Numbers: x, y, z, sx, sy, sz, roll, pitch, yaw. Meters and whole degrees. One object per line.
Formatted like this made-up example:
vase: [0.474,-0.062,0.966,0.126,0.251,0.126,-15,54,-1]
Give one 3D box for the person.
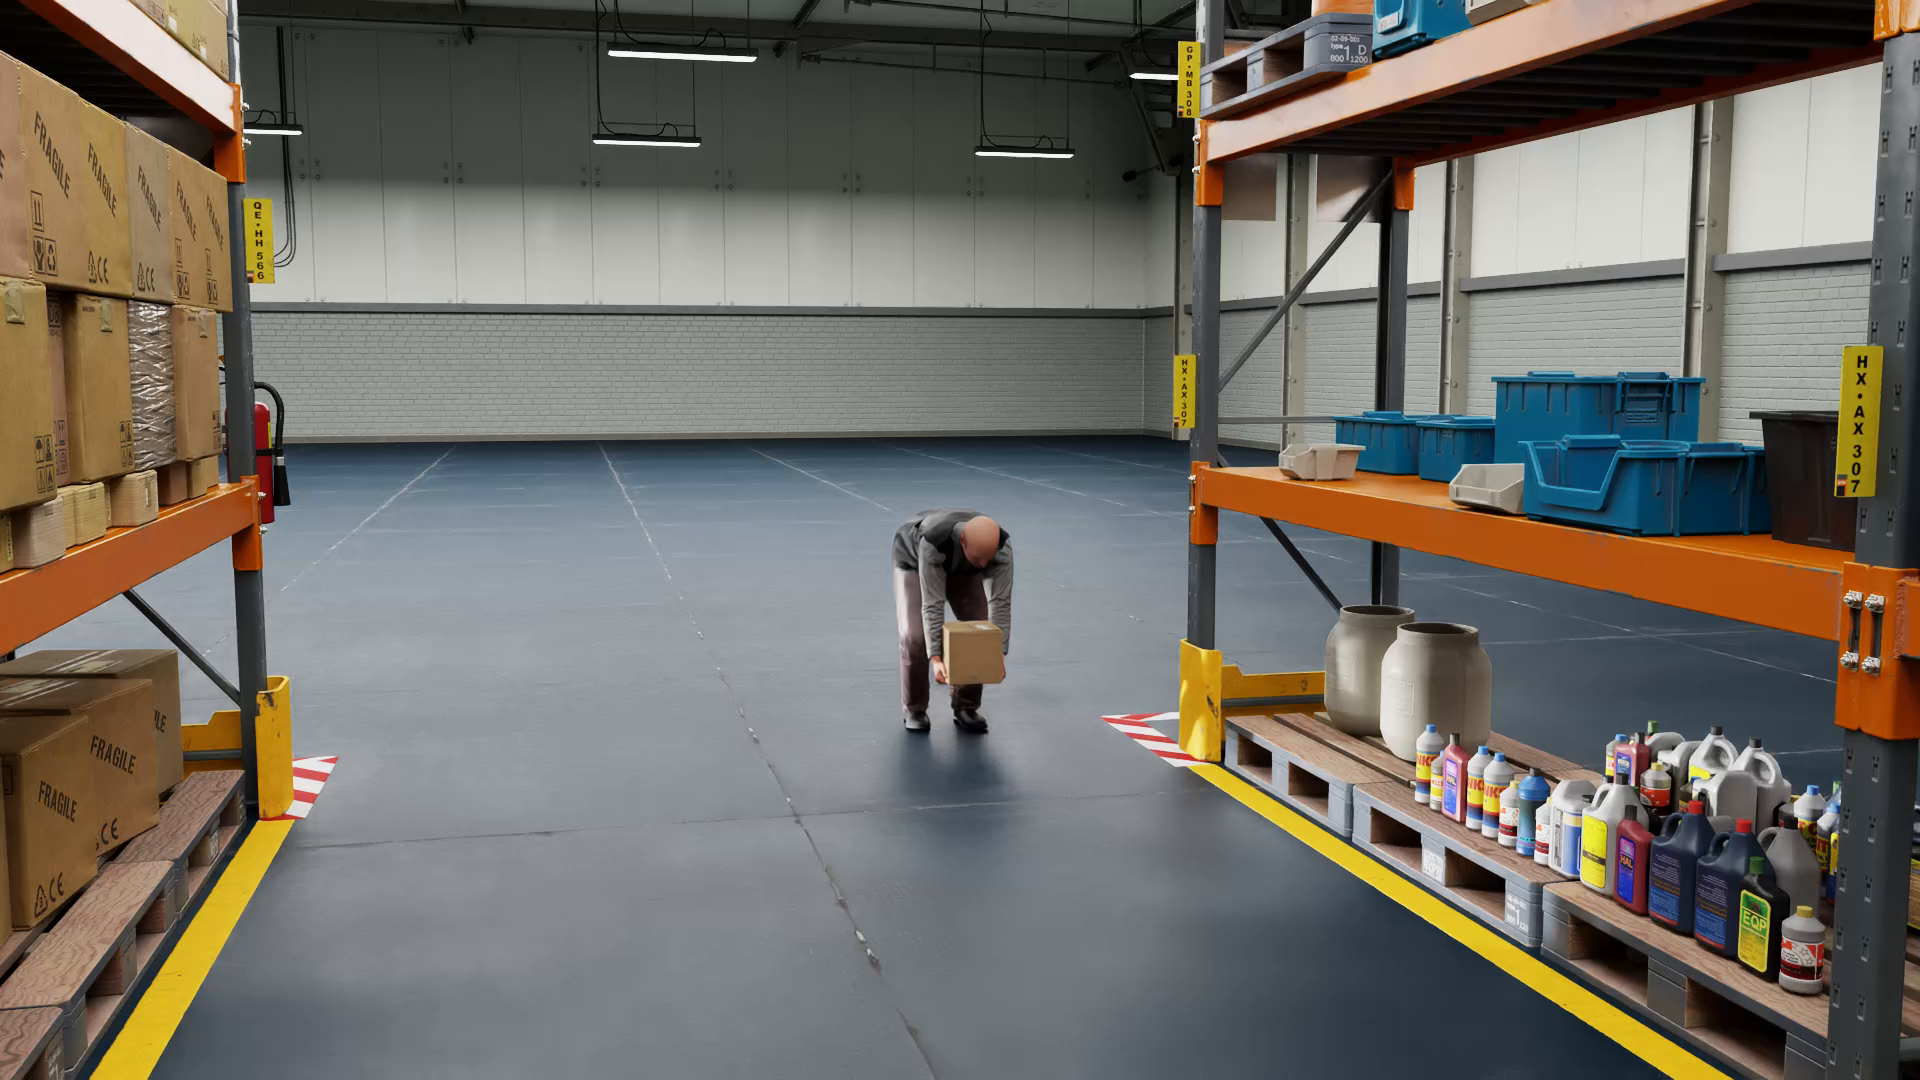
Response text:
person: [-0.031,0.384,7.922,0.493,1.094,0.947,-2,6,-16]
